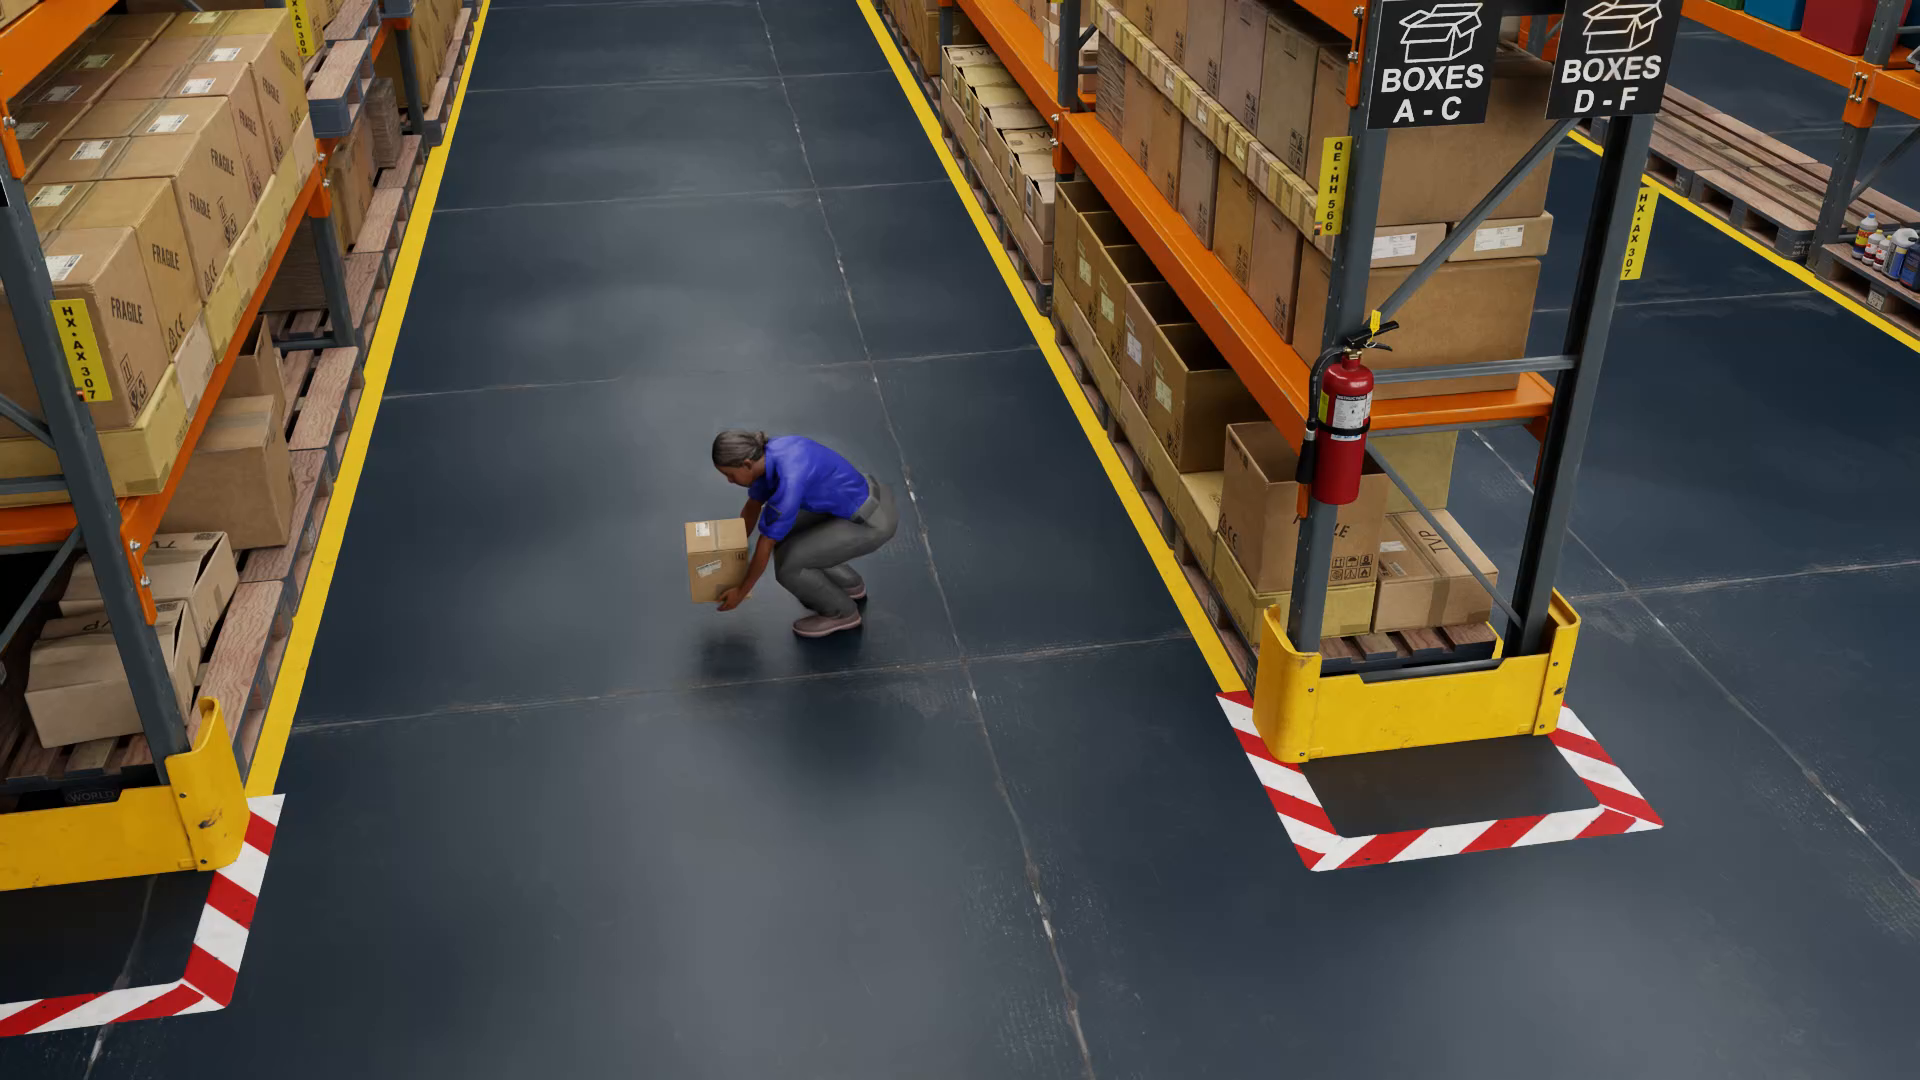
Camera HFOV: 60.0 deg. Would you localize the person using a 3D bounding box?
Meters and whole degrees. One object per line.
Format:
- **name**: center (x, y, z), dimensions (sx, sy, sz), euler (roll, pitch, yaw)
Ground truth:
- **person**: center (-0.652, -0.068, 6.941), dimensions (0.810, 0.958, 0.485), euler (-5, 31, -9)
